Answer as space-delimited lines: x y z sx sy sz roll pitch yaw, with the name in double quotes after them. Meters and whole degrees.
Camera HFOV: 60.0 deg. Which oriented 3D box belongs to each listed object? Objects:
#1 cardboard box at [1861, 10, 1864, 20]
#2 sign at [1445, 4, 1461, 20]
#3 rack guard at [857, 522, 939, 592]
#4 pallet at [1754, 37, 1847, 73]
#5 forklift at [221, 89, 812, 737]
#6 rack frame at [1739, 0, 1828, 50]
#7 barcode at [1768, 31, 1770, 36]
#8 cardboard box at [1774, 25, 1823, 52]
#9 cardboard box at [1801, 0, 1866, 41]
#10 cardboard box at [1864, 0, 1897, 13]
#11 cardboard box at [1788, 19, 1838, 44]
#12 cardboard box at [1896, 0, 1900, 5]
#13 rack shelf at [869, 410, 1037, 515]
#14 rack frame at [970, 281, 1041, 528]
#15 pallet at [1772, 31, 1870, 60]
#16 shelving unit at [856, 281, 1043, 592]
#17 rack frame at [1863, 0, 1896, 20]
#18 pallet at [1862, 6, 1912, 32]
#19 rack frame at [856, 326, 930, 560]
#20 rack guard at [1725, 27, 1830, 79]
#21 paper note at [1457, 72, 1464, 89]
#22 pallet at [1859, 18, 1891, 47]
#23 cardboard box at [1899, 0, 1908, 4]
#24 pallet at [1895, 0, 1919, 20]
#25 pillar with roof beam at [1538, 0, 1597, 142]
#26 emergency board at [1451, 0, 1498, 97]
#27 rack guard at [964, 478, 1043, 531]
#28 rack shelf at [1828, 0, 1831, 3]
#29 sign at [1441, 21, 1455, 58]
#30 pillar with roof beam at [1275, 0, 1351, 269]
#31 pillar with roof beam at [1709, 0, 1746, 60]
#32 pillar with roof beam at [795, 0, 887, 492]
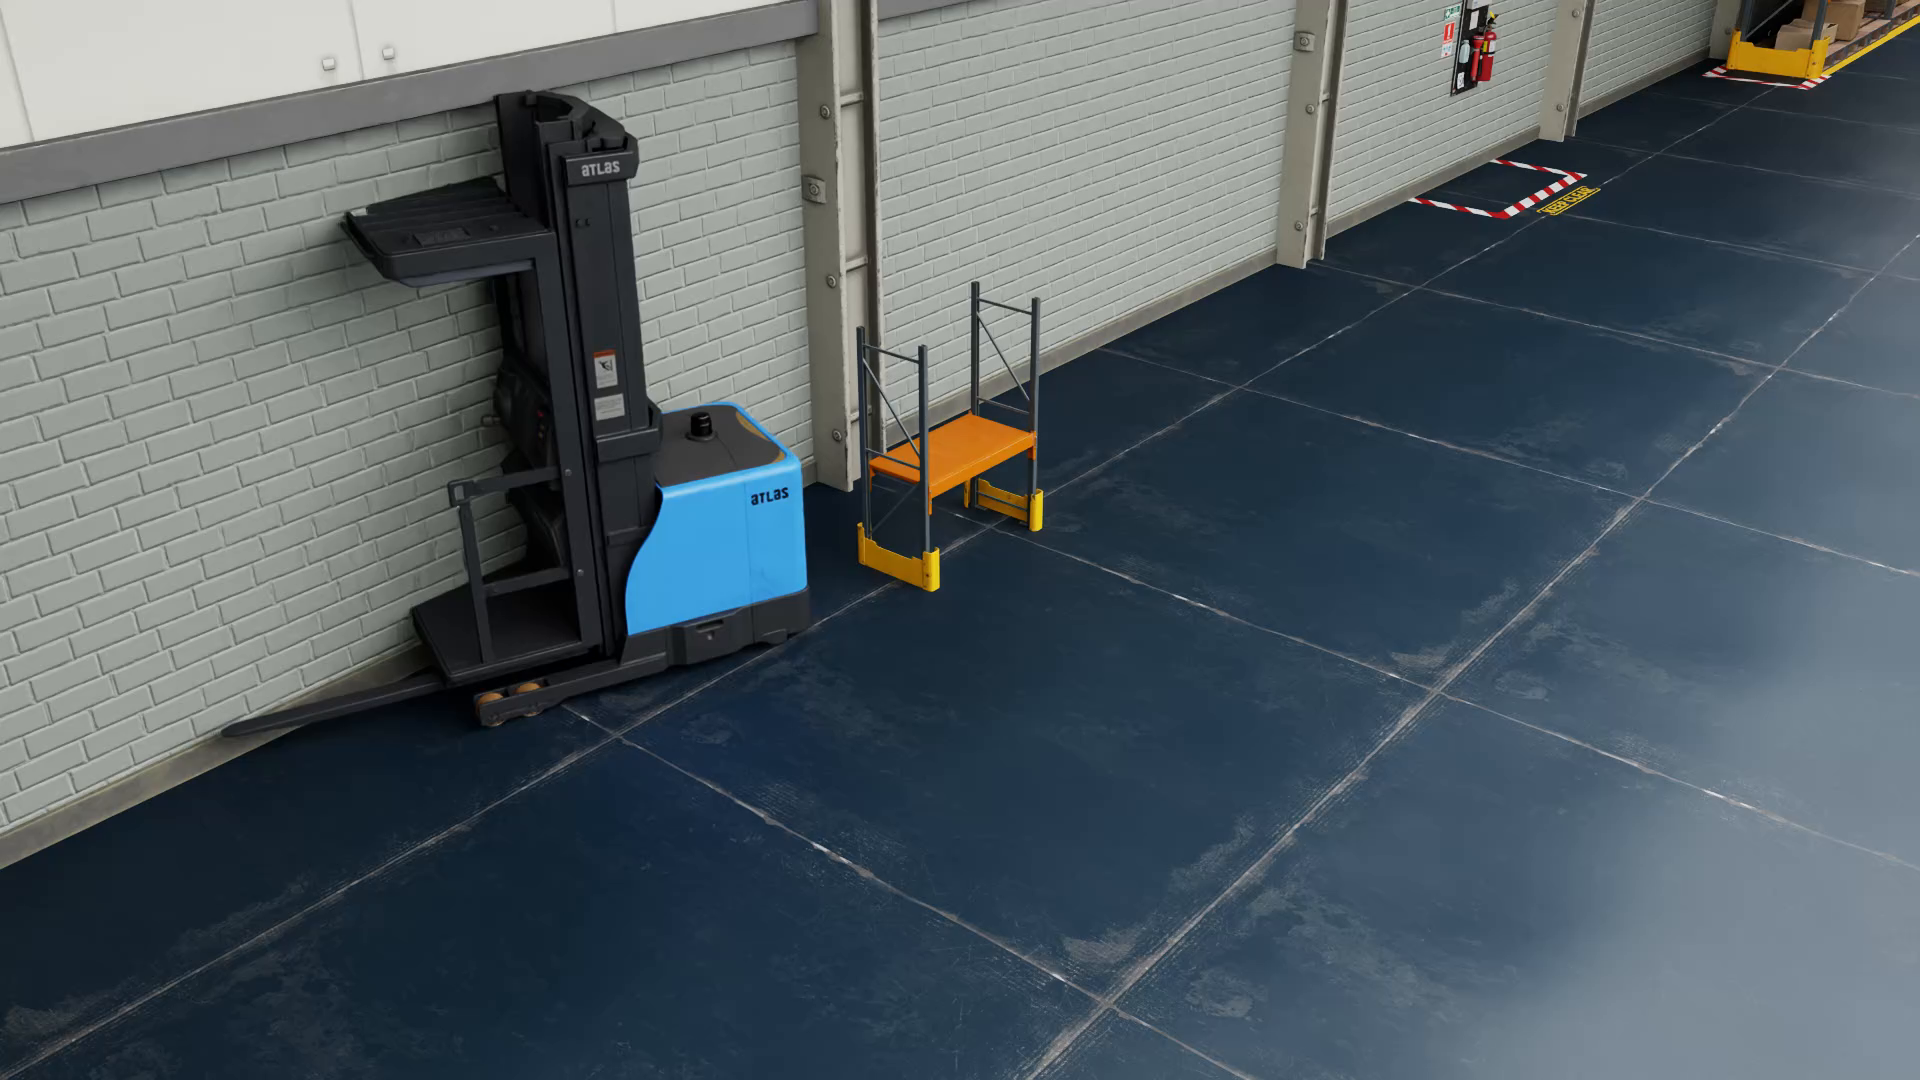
13.173 -7.797 24.662 0.380 0.166 0.250 16 31 28 "cardboard box"
4.885 -5.233 16.486 0.001 0.109 0.331 21 34 34 "sign"
-0.365 0.093 9.799 0.587 0.250 0.087 21 34 34 "rack guard"
11.539 -6.706 22.984 1.003 0.211 1.213 21 34 34 "pallet"
-2.363 -0.635 8.287 3.031 2.935 1.130 -14 31 -25 "forklift"
10.946 -7.640 21.754 1.000 3.000 0.127 21 34 34 "rack frame"
11.159 -6.988 22.930 0.001 0.075 0.075 21 34 34 "barcode"
11.456 -6.860 22.694 0.500 0.311 0.500 17 32 29 "cardboard box"
12.324 -7.392 23.516 0.700 0.500 0.500 18 33 31 "cardboard box"
13.946 -8.409 25.482 0.700 0.500 0.500 22 35 36 "cardboard box"
11.818 -7.062 23.085 0.500 0.311 0.500 24 36 38 "cardboard box"
14.236 -8.607 25.865 0.700 0.500 0.500 20 33 33 "cardboard box"
-0.054 -0.476 9.930 0.538 0.185 1.000 21 34 34 "rack shelf"
0.269 -0.816 10.195 0.500 1.500 0.032 21 34 34 "rack frame"
12.315 -7.137 23.816 1.003 0.211 1.213 21 34 34 "pallet"
-0.048 -0.639 9.853 0.587 1.500 1.083 21 34 34 "shelving unit"
13.490 -9.058 24.495 1.000 3.000 0.127 21 34 34 "rack frame"
13.985 -8.096 25.670 1.003 0.211 1.213 21 34 34 "pallet"
-0.378 -0.456 9.499 0.500 1.500 0.032 21 34 34 "rack frame"
10.995 -6.557 22.380 1.175 0.500 0.348 21 34 34 "rack guard"
5.140 -4.715 17.058 0.016 0.148 0.142 21 34 34 "paper note"
13.091 -7.571 24.656 1.003 0.211 1.213 21 34 34 "pallet"
14.591 -8.776 26.192 0.700 0.500 0.500 21 34 35 "cardboard box"
14.760 -8.531 26.510 1.003 0.211 1.213 21 34 34 "pallet"
10.229 -7.420 14.800 9.100 9.000 0.400 21 34 34 "pillar with roof beam"
5.306 -5.149 16.938 0.194 1.169 0.643 21 34 34 "emergency board"
0.268 -0.261 10.482 0.587 0.250 0.087 21 34 34 "rack guard"
12.218 -8.030 23.290 1.077 0.370 4.000 21 34 34 "rack shelf"
4.875 -4.999 16.609 0.001 0.329 0.234 21 34 34 "sign"
6.413 -5.293 10.688 9.100 9.000 0.400 21 34 34 "pillar with roof beam"
14.046 -9.547 18.912 9.100 9.000 0.400 21 34 34 "pillar with roof beam"
2.597 -3.166 6.575 9.100 9.000 0.400 21 34 34 "pillar with roof beam"
